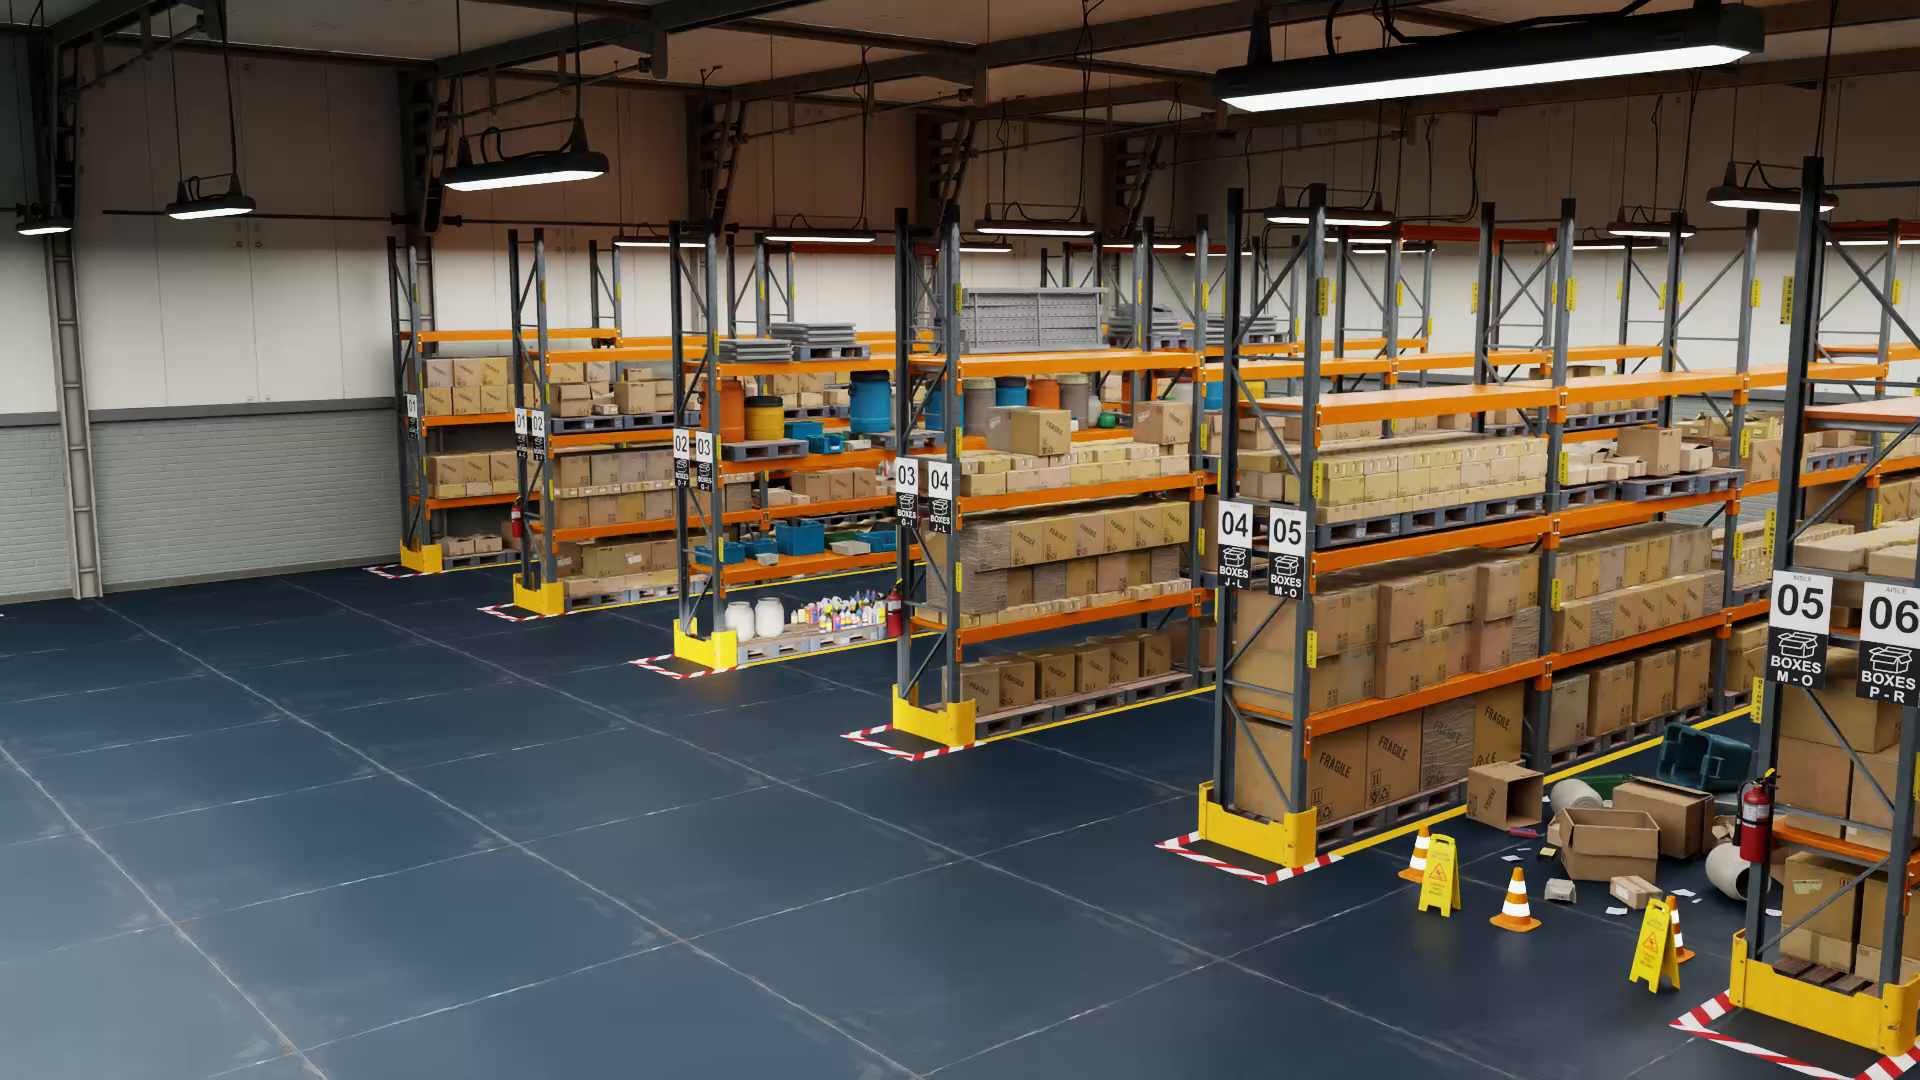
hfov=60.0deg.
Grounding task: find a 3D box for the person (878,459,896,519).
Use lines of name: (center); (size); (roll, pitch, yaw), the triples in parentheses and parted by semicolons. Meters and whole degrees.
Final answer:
person: (-1.428, -1.065, 34.818); (0.571, 1.800, 0.427); (-6, 11, -34)
